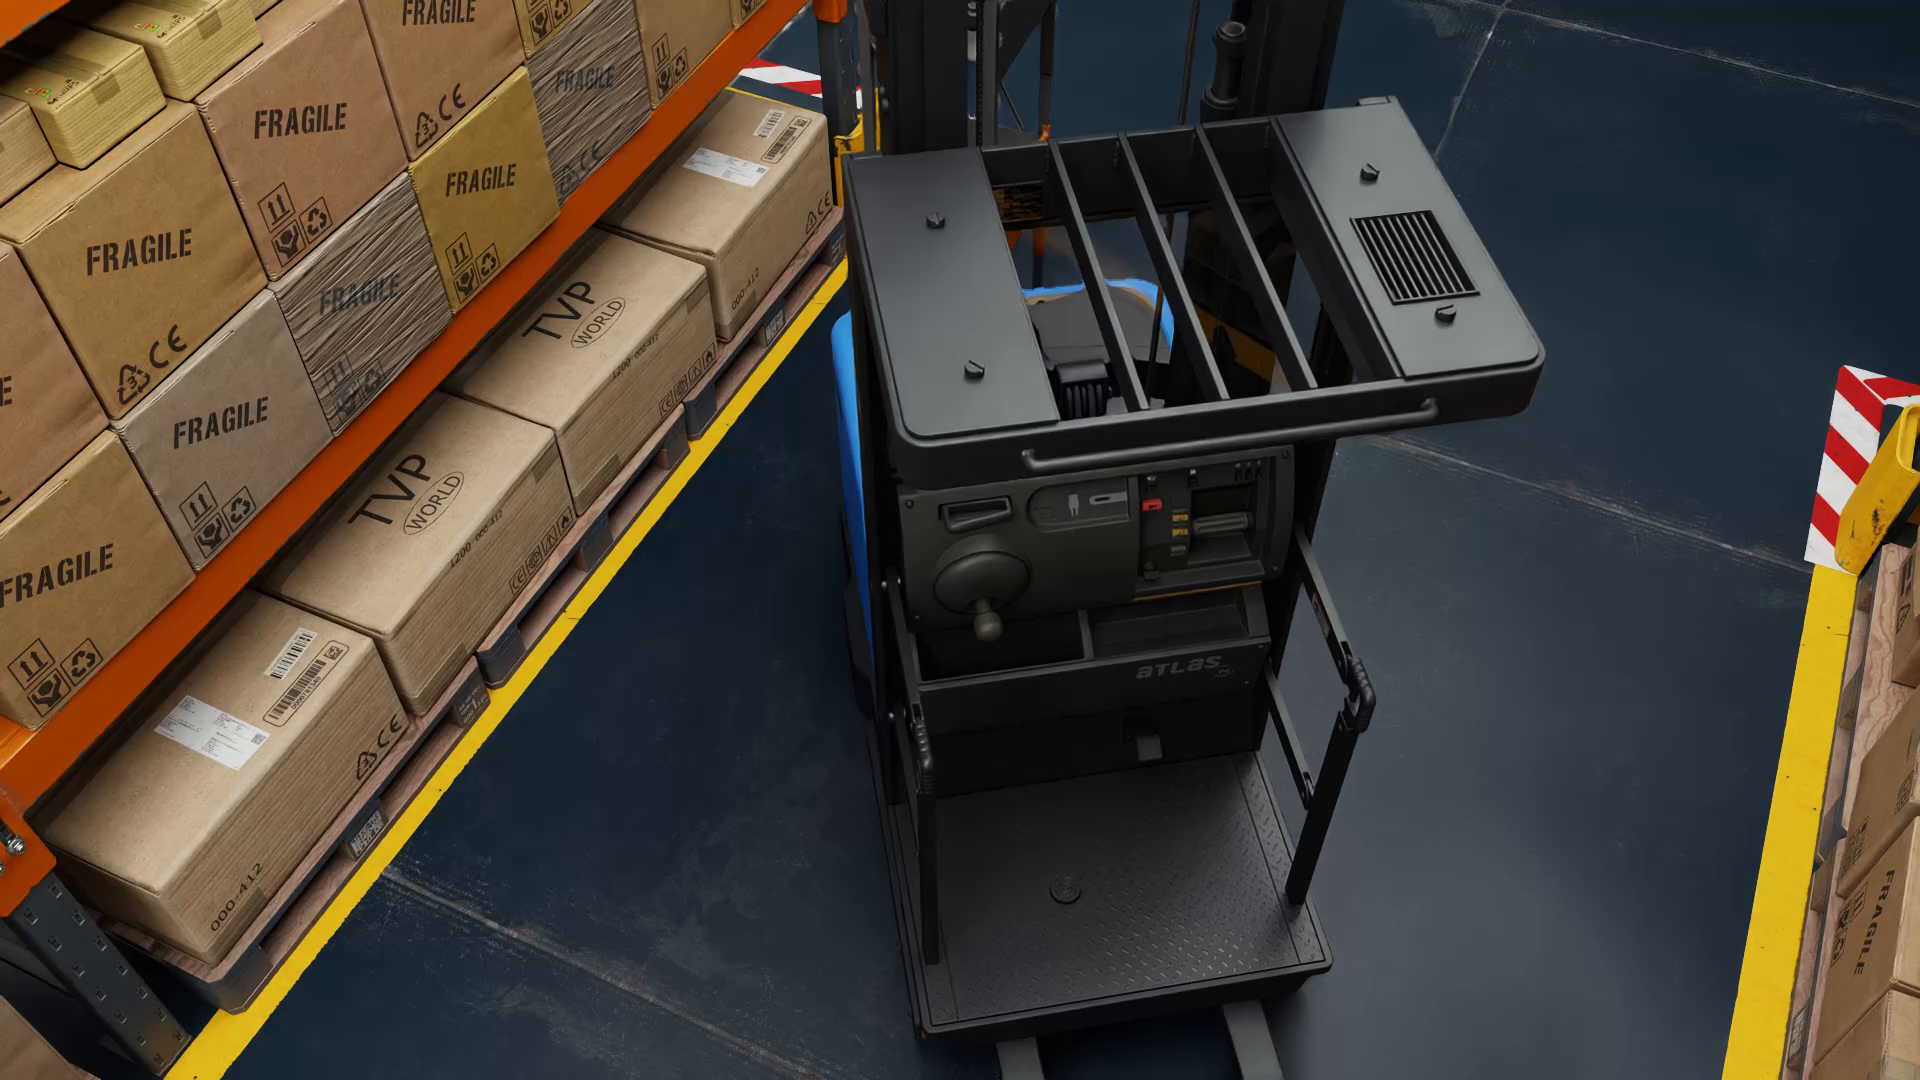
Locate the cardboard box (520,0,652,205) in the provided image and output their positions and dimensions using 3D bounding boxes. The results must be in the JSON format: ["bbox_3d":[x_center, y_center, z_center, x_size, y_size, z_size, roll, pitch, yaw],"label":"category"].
[{"bbox_3d":[-1.286,-1.388,4.896,0.500,0.500,0.500,21,53,17],"label":"cardboard box"}]

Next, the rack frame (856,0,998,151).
[{"bbox_3d":[-0.090,-0.837,5.084,0.400,2.100,0.015,17,52,14],"label":"rack frame"}]

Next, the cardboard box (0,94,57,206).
[{"bbox_3d":[-2.054,-0.789,3.303,0.380,0.149,0.250,19,52,16],"label":"cardboard box"}]

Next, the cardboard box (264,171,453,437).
[{"bbox_3d":[-1.715,-0.673,4.288,0.500,0.500,0.500,20,53,16],"label":"cardboard box"}]

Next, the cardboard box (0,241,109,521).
[{"bbox_3d":[-2.167,-0.323,3.333,0.500,0.500,0.500,20,53,16],"label":"cardboard box"}]

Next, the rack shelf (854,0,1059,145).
[{"bbox_3d":[0.000,-1.455,4.708,0.431,0.518,0.480,17,52,14],"label":"rack shelf"}]

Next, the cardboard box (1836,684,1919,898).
[{"bbox_3d":[2.862,0.781,4.482,0.700,0.500,0.500,22,53,18],"label":"cardboard box"}]

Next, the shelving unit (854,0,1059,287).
[{"bbox_3d":[0.000,-1.010,5.231,0.431,2.100,0.503,17,52,14],"label":"shelving unit"}]

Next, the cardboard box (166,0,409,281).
[{"bbox_3d":[-1.716,-1.018,3.924,0.500,0.500,0.500,21,53,17],"label":"cardboard box"}]

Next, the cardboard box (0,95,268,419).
[{"bbox_3d":[-1.946,-0.669,3.627,0.500,0.500,0.500,19,52,16],"label":"cardboard box"}]

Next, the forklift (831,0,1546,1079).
[{"bbox_3d":[0.363,0.106,3.735,1.130,2.935,3.031,-8,50,-6],"label":"forklift"}]

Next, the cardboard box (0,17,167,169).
[{"bbox_3d":[-1.892,-0.940,3.432,0.380,0.149,0.250,19,52,16],"label":"cardboard box"}]

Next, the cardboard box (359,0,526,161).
[{"bbox_3d":[-1.499,-1.364,4.219,0.500,0.500,0.500,19,52,16],"label":"cardboard box"}]

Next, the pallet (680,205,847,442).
[{"bbox_3d":[-1.151,-0.992,6.456,1.003,0.211,1.213,20,52,16],"label":"pallet"}]

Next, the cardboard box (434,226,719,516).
[{"bbox_3d":[-1.455,-0.658,5.747,0.875,0.438,0.875,21,53,17],"label":"cardboard box"}]

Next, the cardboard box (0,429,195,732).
[{"bbox_3d":[-2.152,0.012,3.704,0.500,0.500,0.500,21,53,17],"label":"cardboard box"}]

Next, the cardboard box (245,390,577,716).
[{"bbox_3d":[-1.842,-0.037,5.219,0.875,0.438,0.875,18,52,15],"label":"cardboard box"}]

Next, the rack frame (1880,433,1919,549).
[{"bbox_3d":[3.609,-0.859,4.512,1.000,3.000,0.127,20,52,16],"label":"rack frame"}]

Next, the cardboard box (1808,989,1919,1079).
[{"bbox_3d":[2.418,1.496,3.873,0.700,0.500,0.500,18,52,15],"label":"cardboard box"}]

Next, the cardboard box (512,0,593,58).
[{"bbox_3d":[-1.282,-1.710,4.513,0.500,0.500,0.500,20,52,16],"label":"cardboard box"}]

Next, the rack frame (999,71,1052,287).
[{"bbox_3d":[0.089,-1.183,5.378,0.400,2.100,0.015,17,52,14],"label":"rack frame"}]

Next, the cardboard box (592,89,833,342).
[{"bbox_3d":[-1.072,-1.291,6.285,0.875,0.438,0.875,18,52,15],"label":"cardboard box"}]

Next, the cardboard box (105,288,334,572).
[{"bbox_3d":[-1.933,-0.333,3.998,0.500,0.500,0.500,20,53,16],"label":"cardboard box"}]

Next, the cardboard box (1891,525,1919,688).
[{"bbox_3d":[3.262,0.204,4.970,0.797,0.503,0.637,18,52,15],"label":"cardboard box"}]

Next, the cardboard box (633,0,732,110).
[{"bbox_3d":[-1.075,-1.745,5.200,0.500,0.500,0.500,19,52,15],"label":"cardboard box"}]

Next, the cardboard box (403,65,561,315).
[{"bbox_3d":[-1.495,-1.028,4.590,0.500,0.500,0.500,21,53,17],"label":"cardboard box"}]

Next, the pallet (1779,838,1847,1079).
[{"bbox_3d":[2.714,1.483,4.350,1.003,0.211,1.213,20,52,16],"label":"pallet"}]

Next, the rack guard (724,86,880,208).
[{"bbox_3d":[-0.870,-1.678,6.850,1.175,0.500,0.348,20,52,16],"label":"rack guard"}]

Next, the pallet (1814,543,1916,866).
[{"bbox_3d":[3.237,0.646,5.062,1.003,0.211,1.213,20,52,16],"label":"pallet"}]

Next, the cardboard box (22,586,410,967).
[{"bbox_3d":[-2.224,0.579,4.694,0.875,0.438,0.875,19,52,16],"label":"cardboard box"}]

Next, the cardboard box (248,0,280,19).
[{"bbox_3d":[-1.719,-1.313,3.750,0.380,0.149,0.250,20,52,16],"label":"cardboard box"}]

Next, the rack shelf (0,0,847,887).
[{"bbox_3d":[-1.735,-0.862,4.986,1.077,0.370,4.000,20,52,16],"label":"rack shelf"}]

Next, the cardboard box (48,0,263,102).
[{"bbox_3d":[-1.753,-1.113,3.580,0.380,0.149,0.250,18,52,15],"label":"cardboard box"}]

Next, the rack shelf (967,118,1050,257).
[{"bbox_3d":[0.000,-1.001,5.241,0.431,0.518,0.480,17,52,14],"label":"rack shelf"}]

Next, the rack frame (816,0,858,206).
[{"bbox_3d":[-0.880,-2.472,5.884,1.000,3.000,0.127,20,52,16],"label":"rack frame"}]

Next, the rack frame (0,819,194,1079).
[{"bbox_3d":[-2.589,0.282,3.540,1.000,3.000,0.127,20,52,16],"label":"rack frame"}]

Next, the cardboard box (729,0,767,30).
[{"bbox_3d":[-0.847,-2.086,5.490,0.500,0.500,0.500,20,53,16],"label":"cardboard box"}]

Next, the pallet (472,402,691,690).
[{"bbox_3d":[-1.674,-0.155,5.743,1.003,0.211,1.213,20,52,16],"label":"pallet"}]

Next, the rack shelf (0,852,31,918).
[{"bbox_3d":[-3.444,1.893,2.642,1.077,0.370,4.000,20,52,16],"label":"rack shelf"}]

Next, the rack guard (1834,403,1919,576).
[{"bbox_3d":[3.577,0.003,5.419,1.175,0.500,0.348,20,52,16],"label":"rack guard"}]

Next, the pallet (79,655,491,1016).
[{"bbox_3d":[-2.194,0.688,5.026,1.003,0.211,1.213,20,52,16],"label":"pallet"}]

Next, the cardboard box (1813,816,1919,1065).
[{"bbox_3d":[2.545,1.112,4.200,0.500,0.500,0.500,21,53,17],"label":"cardboard box"}]
